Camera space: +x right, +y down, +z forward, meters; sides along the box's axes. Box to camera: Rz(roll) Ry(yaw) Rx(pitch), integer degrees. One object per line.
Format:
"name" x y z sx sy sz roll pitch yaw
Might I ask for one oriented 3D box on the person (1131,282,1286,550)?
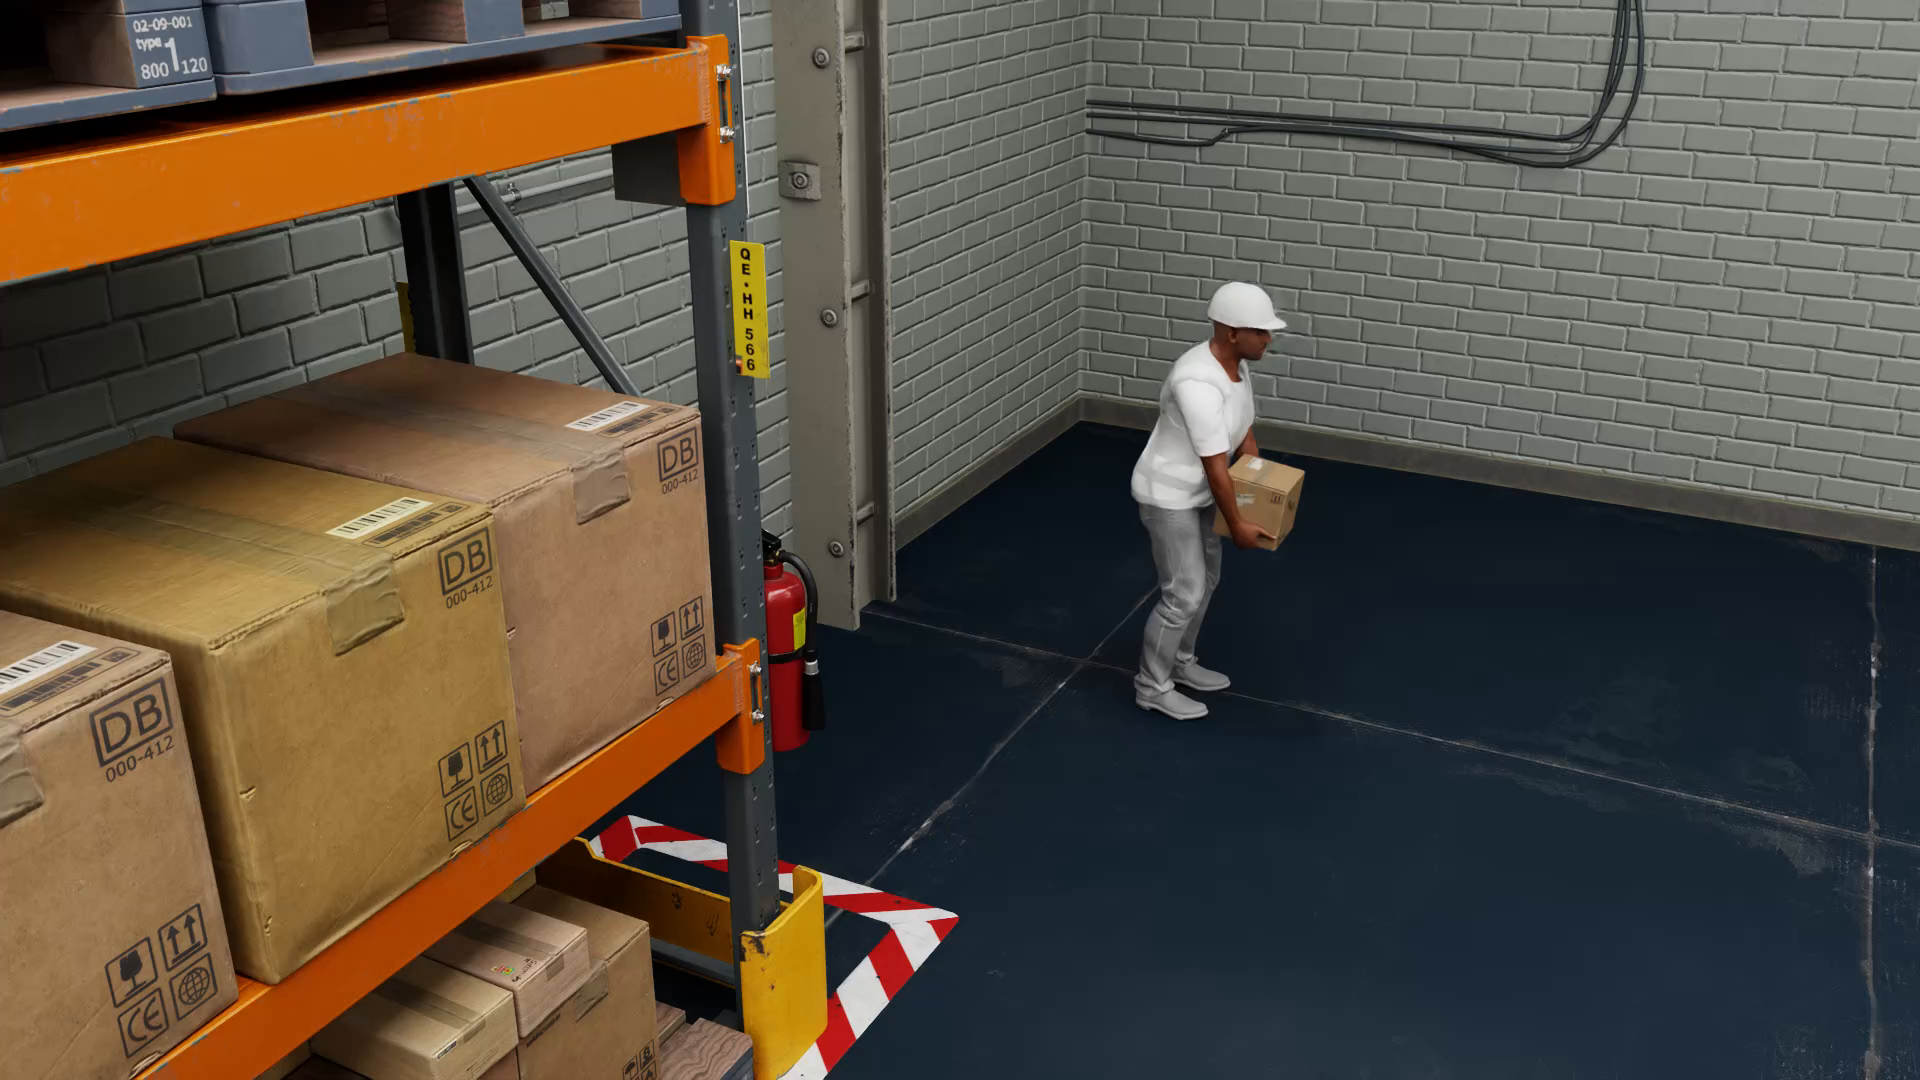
"person" 0.981 -0.501 6.321 0.602 0.980 0.497 11 25 24
